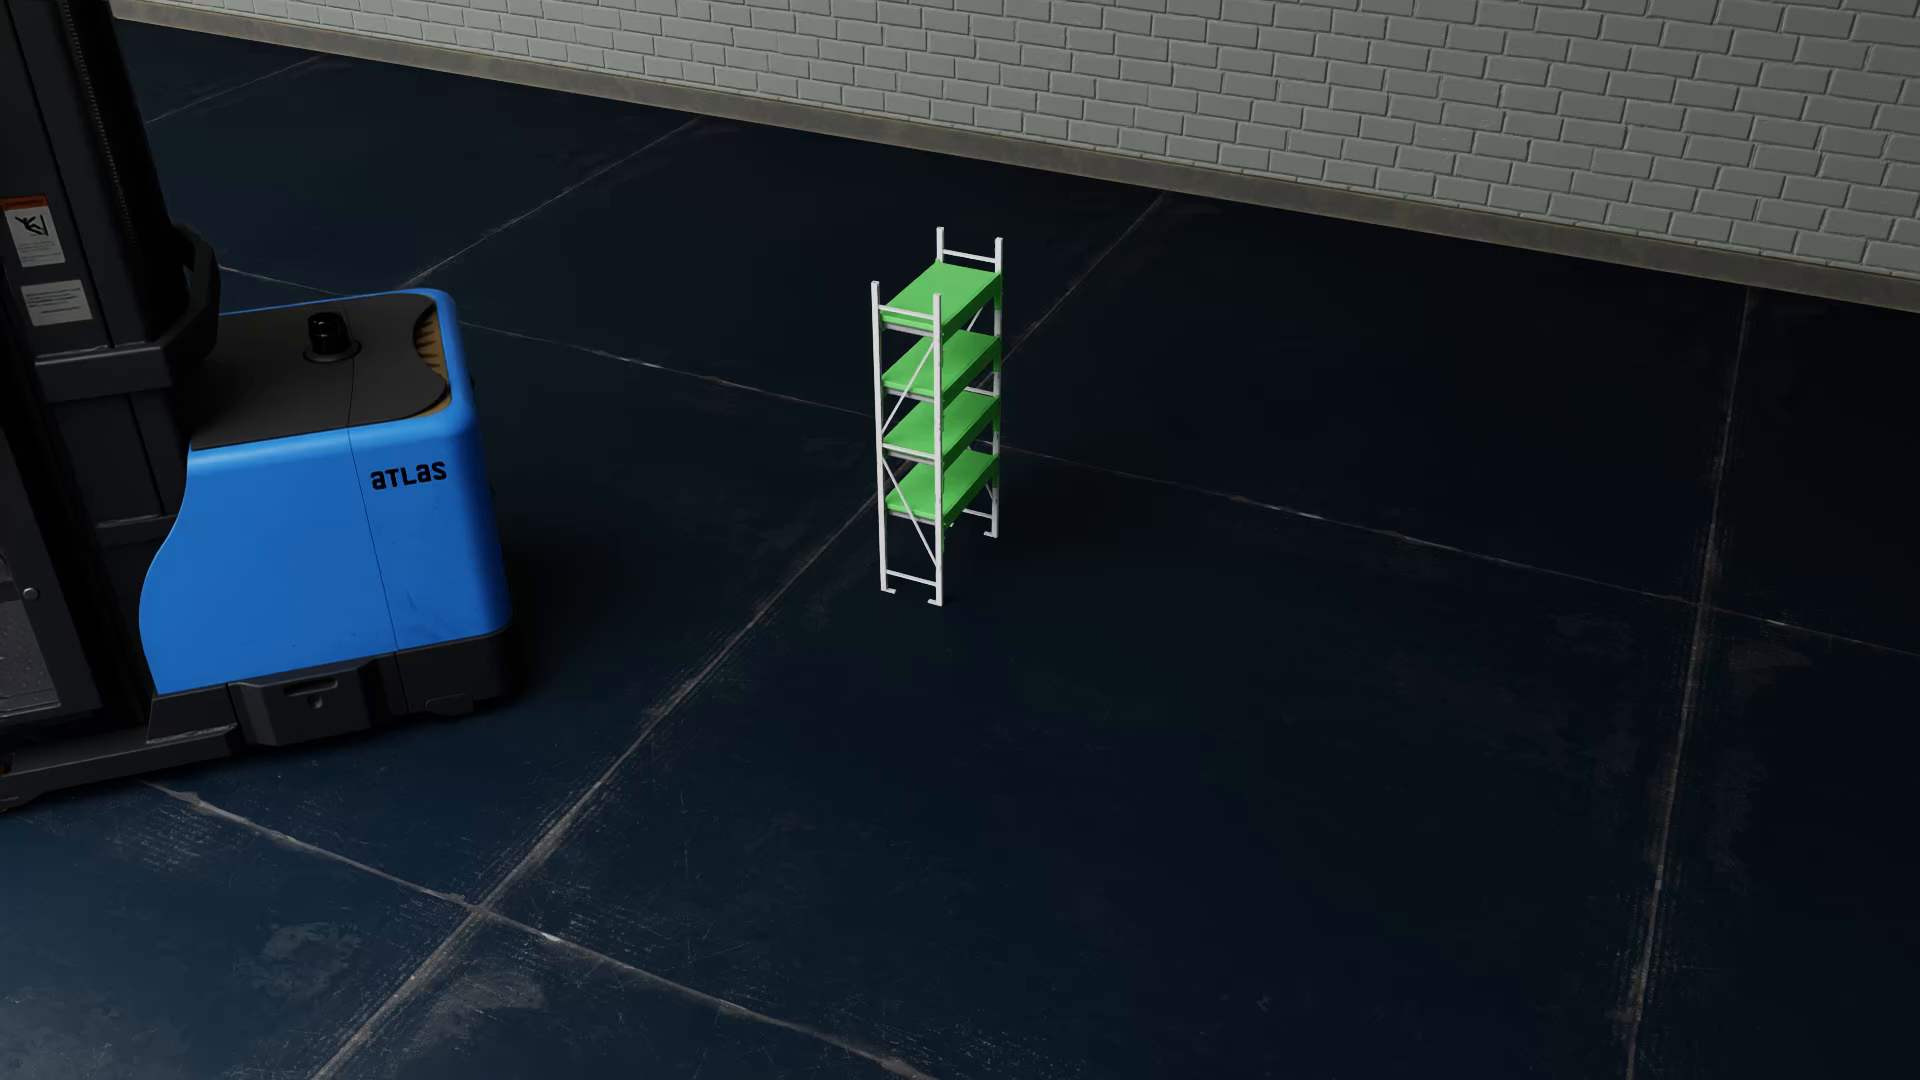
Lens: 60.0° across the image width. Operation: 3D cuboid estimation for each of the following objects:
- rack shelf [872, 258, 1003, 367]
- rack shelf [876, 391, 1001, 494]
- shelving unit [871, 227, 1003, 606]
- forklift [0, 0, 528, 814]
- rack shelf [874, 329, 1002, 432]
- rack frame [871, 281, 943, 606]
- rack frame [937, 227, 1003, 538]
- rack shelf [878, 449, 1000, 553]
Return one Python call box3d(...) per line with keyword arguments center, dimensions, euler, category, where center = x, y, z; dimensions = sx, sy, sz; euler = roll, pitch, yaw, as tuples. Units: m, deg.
box3d(center=(-0.069, -0.767, 5.567), dimensions=(0.258, 0.148, 0.480), euler=(14, 36, 20), category="rack shelf")
box3d(center=(-0.069, -0.366, 5.830), dimensions=(0.258, 0.148, 0.480), euler=(14, 36, 20), category="rack shelf")
box3d(center=(-0.069, -0.419, 5.795), dimensions=(0.258, 1.200, 0.503), euler=(14, 36, 20), category="shelving unit")
box3d(center=(-2.990, -0.688, 4.626), dimensions=(3.031, 2.935, 1.130), euler=(-10, 35, -15), category="forklift")
box3d(center=(-0.069, -0.567, 5.699), dimensions=(0.258, 0.148, 0.480), euler=(14, 36, 20), category="rack shelf")
box3d(center=(-0.171, -0.298, 5.610), dimensions=(0.240, 1.200, 0.015), euler=(14, 36, 20), category="rack frame")
box3d(center=(0.033, -0.541, 5.981), dimensions=(0.240, 1.200, 0.015), euler=(14, 36, 20), category="rack frame")
box3d(center=(-0.069, -0.165, 5.962), dimensions=(0.258, 0.148, 0.480), euler=(14, 36, 20), category="rack shelf")
